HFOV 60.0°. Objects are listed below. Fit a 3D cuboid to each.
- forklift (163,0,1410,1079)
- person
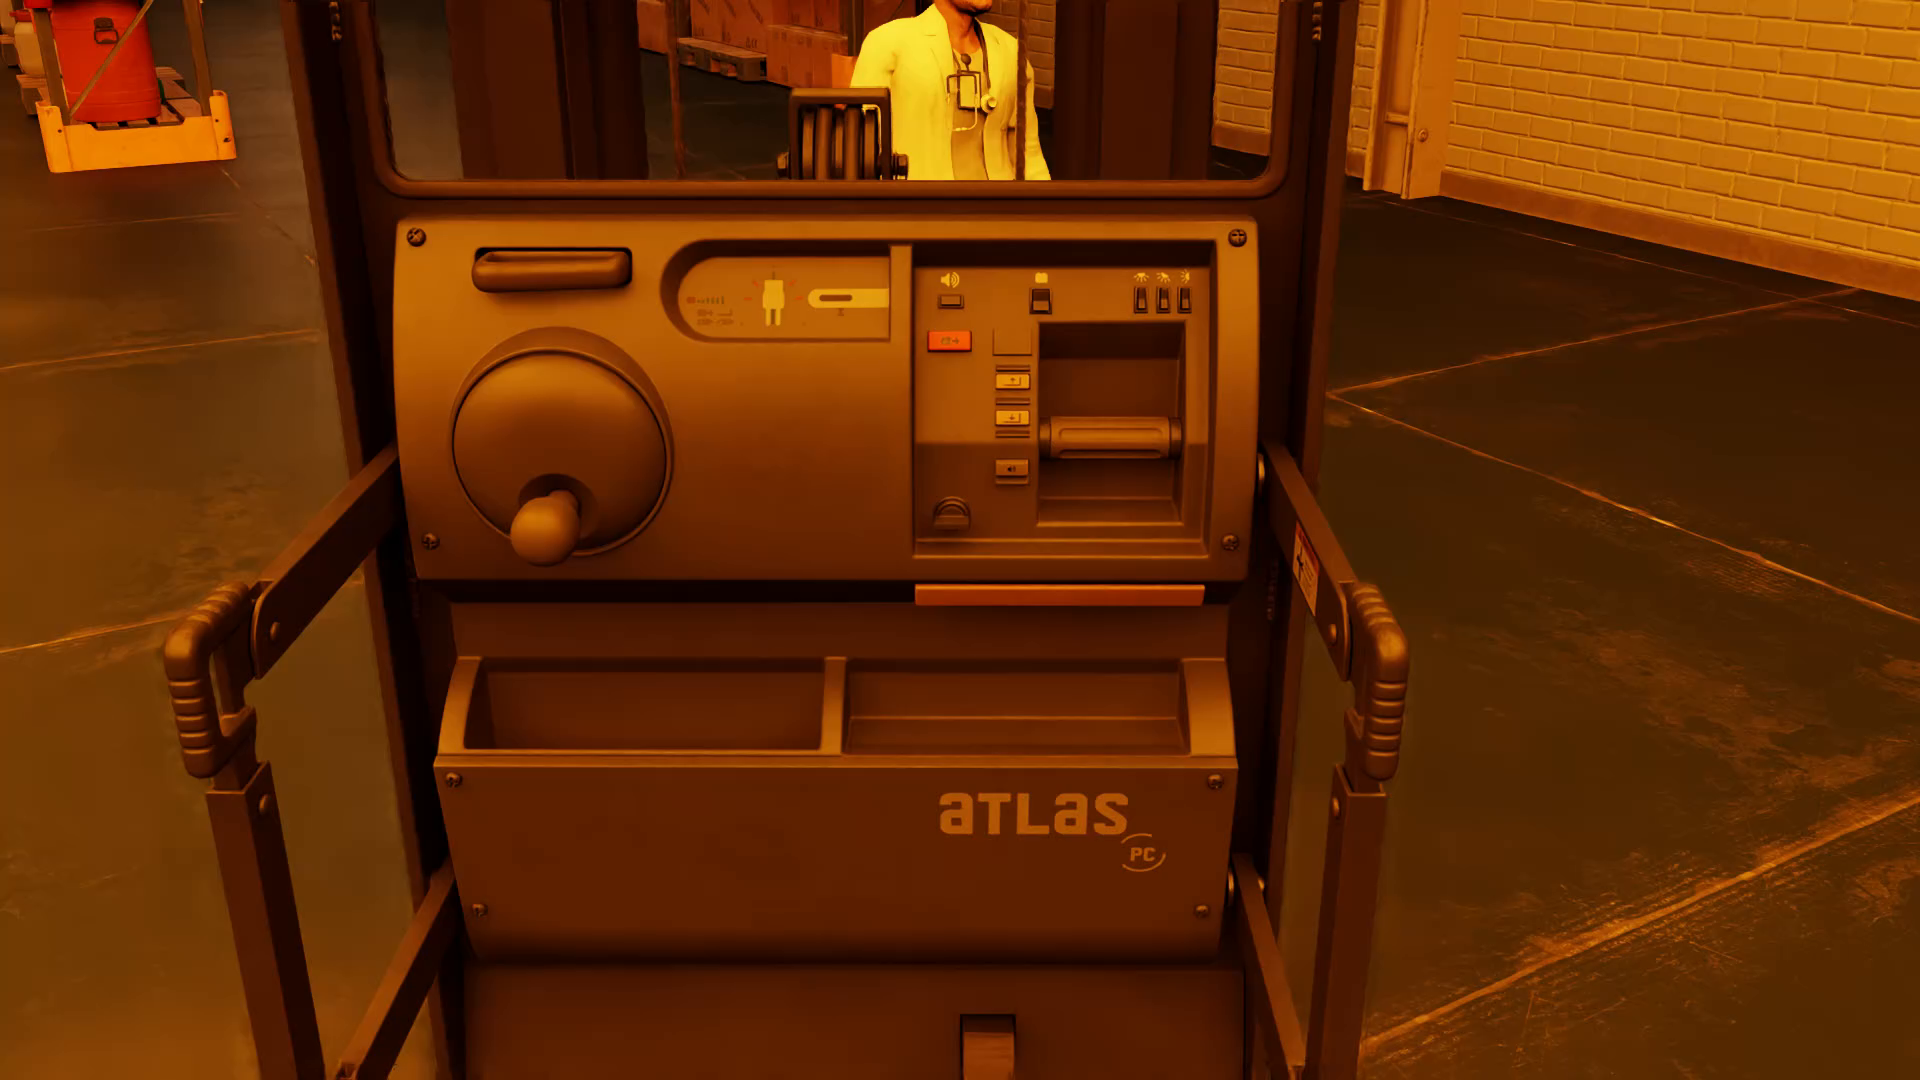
[{"bbox_3d":[-0.142,-0.137,1.607,1.130,2.935,3.031,0,22,0],"label":"forklift"},{"bbox_3d":[0.041,-0.798,4.720,0.696,1.775,0.581,-12,25,-28],"label":"person"}]
